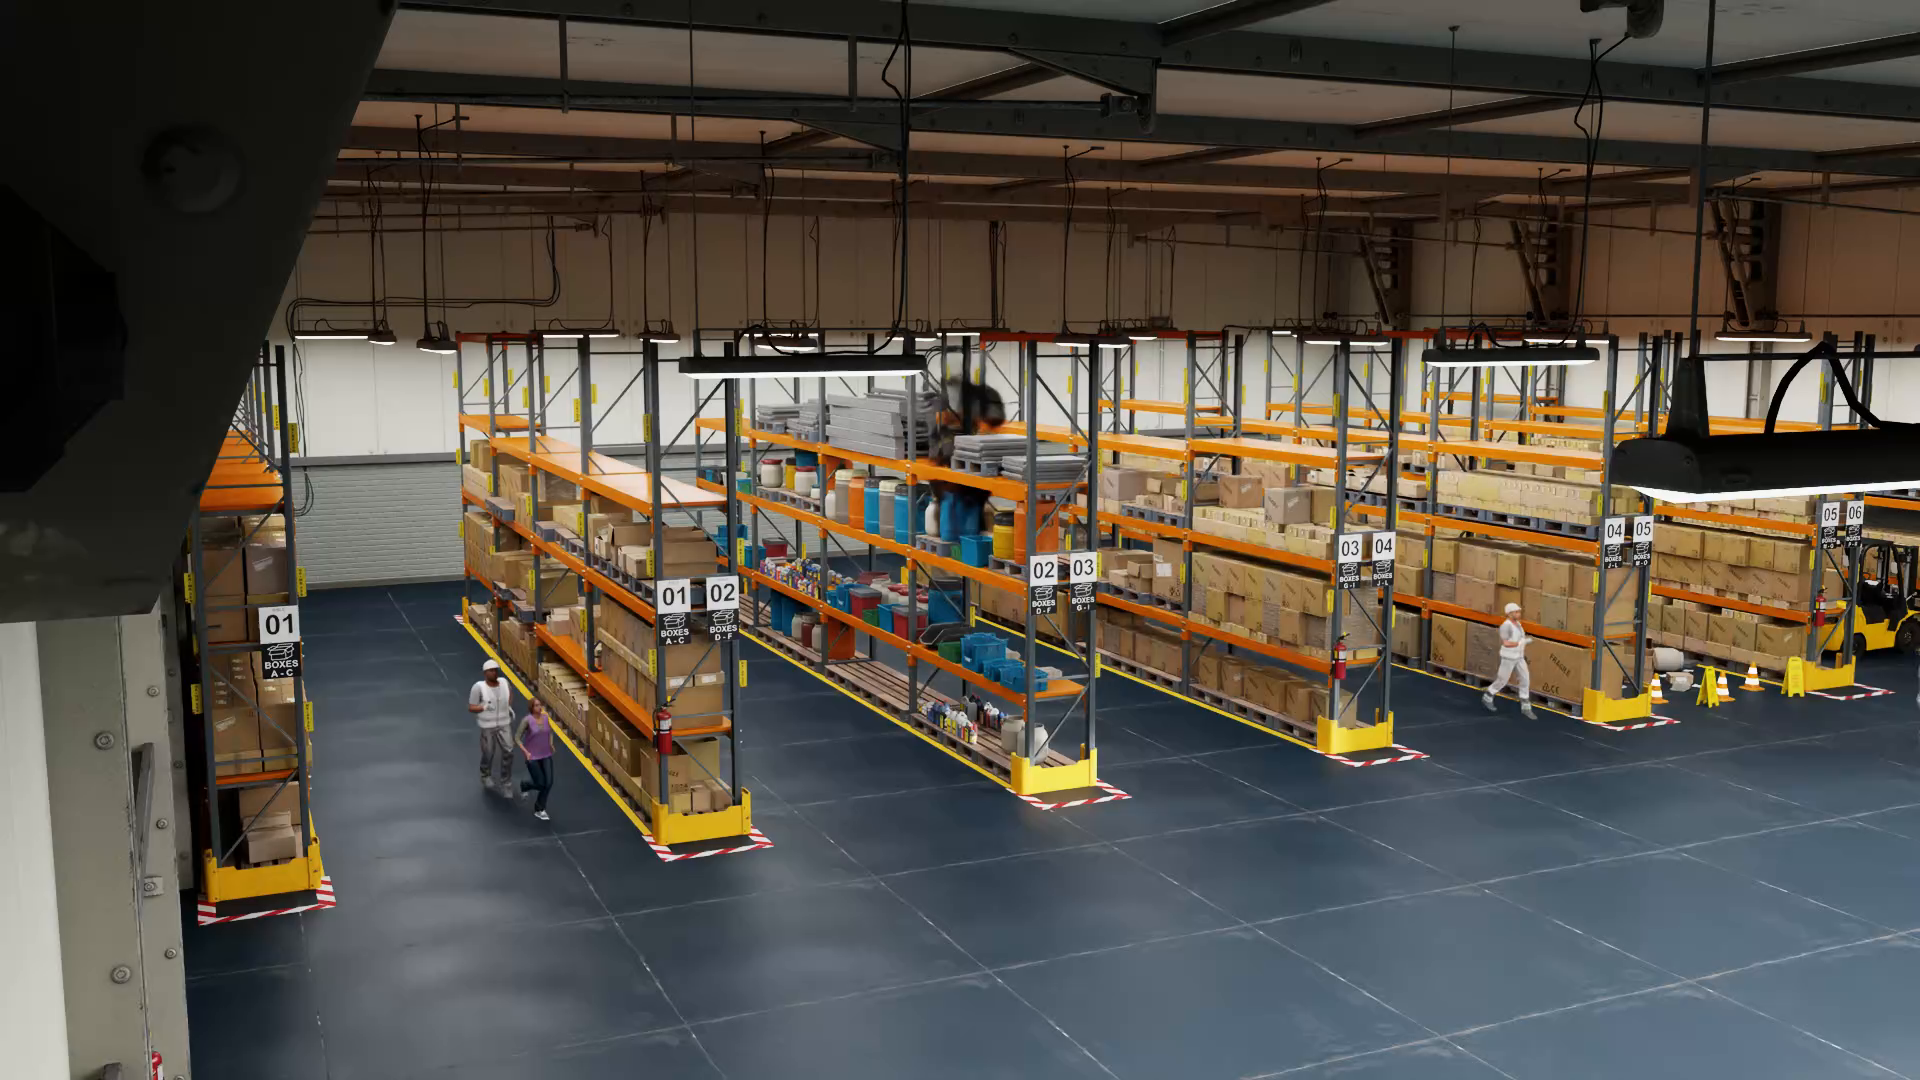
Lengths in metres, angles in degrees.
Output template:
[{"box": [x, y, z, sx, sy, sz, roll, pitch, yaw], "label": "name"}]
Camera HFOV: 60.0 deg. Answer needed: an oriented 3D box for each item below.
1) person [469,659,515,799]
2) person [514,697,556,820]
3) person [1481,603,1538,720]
[{"box": [-6.154, 2.492, 21.990, 0.657, 1.841, 0.736, -5, 9, -32], "label": "person"}, {"box": [-5.369, 2.743, 21.052, 0.537, 1.558, 0.549, -7, 11, -43], "label": "person"}, {"box": [8.714, 1.887, 26.265, 0.656, 1.808, 0.927, -6, 10, -39], "label": "person"}]
